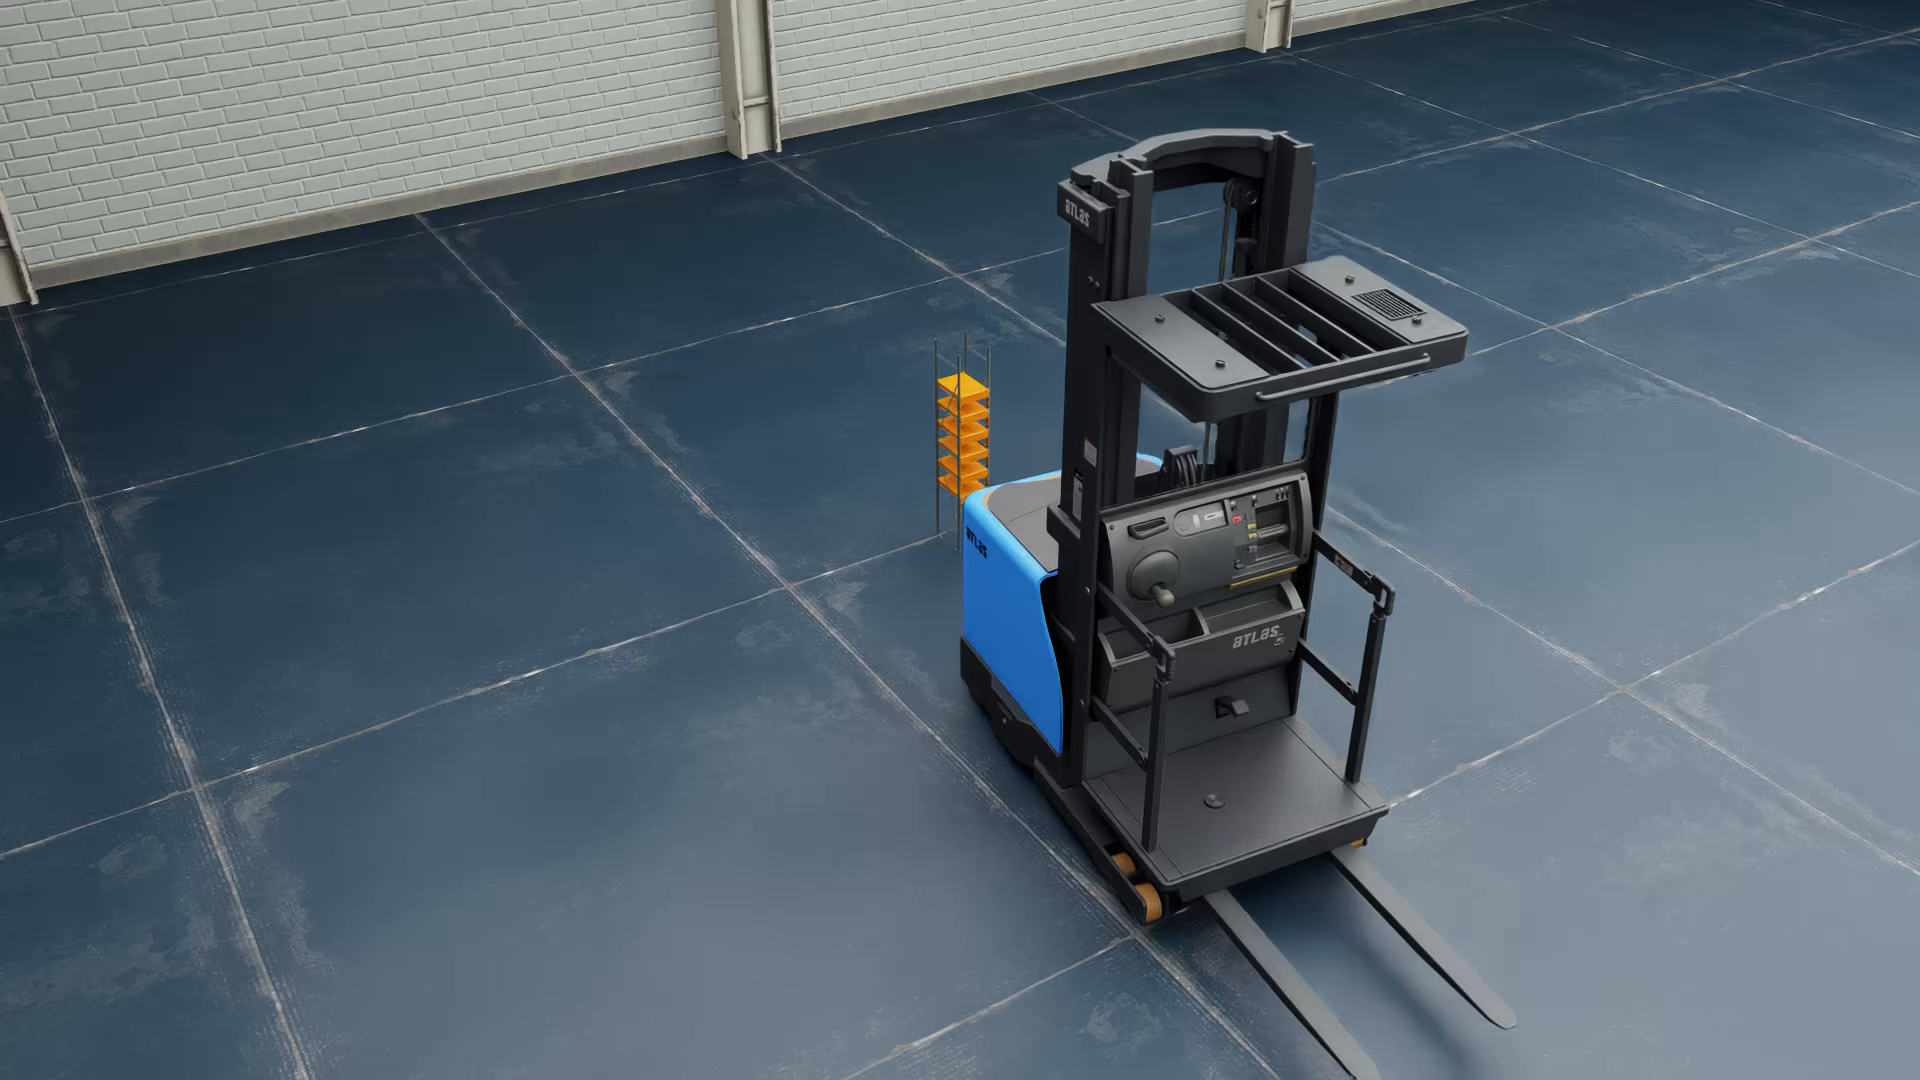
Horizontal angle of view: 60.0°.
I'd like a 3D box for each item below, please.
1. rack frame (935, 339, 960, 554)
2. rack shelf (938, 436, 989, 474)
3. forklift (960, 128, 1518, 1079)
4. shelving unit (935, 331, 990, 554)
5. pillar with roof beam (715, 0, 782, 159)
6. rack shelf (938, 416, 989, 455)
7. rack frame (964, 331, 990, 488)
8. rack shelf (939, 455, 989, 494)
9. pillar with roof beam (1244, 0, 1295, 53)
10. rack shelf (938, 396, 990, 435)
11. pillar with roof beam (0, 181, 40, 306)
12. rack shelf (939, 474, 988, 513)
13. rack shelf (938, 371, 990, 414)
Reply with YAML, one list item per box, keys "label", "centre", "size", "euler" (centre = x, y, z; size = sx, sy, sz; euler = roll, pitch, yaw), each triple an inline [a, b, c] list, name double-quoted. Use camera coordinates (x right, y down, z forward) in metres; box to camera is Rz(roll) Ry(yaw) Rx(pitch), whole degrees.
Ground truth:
- label: "rack frame"
  centre: [-0.065, -0.485, 8.895]
  size: [0.006, 1.200, 0.240]
  euler: [-19, 37, -27]
- label: "rack shelf"
  centre: [0.012, -0.474, 8.960]
  size: [0.180, 0.103, 0.258]
  euler: [-19, 37, -27]
- label: "forklift"
  centre: [1.084, 0.054, 6.418]
  size: [1.130, 2.935, 3.031]
  euler: [-14, 35, -21]
- label: "shelving unit"
  centre: [0.012, -0.512, 8.937]
  size: [0.189, 1.200, 0.258]
  euler: [-19, 37, -27]
- label: "pillar with roof beam"
  centre: [0.511, -5.324, 9.255]
  size: [0.400, 9.000, 9.100]
  euler: [-19, 37, -27]
- label: "rack shelf"
  centre: [0.012, -0.576, 8.896]
  size: [0.180, 0.103, 0.258]
  euler: [-19, 37, -27]
- label: "rack frame"
  centre: [0.089, -0.538, 8.978]
  size: [0.006, 1.200, 0.240]
  euler: [-19, 37, -27]
- label: "rack shelf"
  centre: [0.012, -0.373, 9.024]
  size: [0.180, 0.103, 0.258]
  euler: [-19, 37, -27]
- label: "pillar with roof beam"
  centre: [5.554, -7.058, 12.005]
  size: [0.400, 9.000, 9.100]
  euler: [-19, 37, -27]
- label: "rack shelf"
  centre: [0.012, -0.677, 8.832]
  size: [0.180, 0.103, 0.258]
  euler: [-19, 37, -27]
- label: "pillar with roof beam"
  centre: [-4.532, -3.590, 6.506]
  size: [0.400, 9.000, 9.100]
  euler: [-19, 37, -27]
- label: "rack shelf"
  centre: [0.012, -0.271, 9.088]
  size: [0.180, 0.103, 0.258]
  euler: [-19, 37, -27]
- label: "rack shelf"
  centre: [0.012, -0.779, 8.768]
  size: [0.180, 0.103, 0.258]
  euler: [-19, 37, -27]
